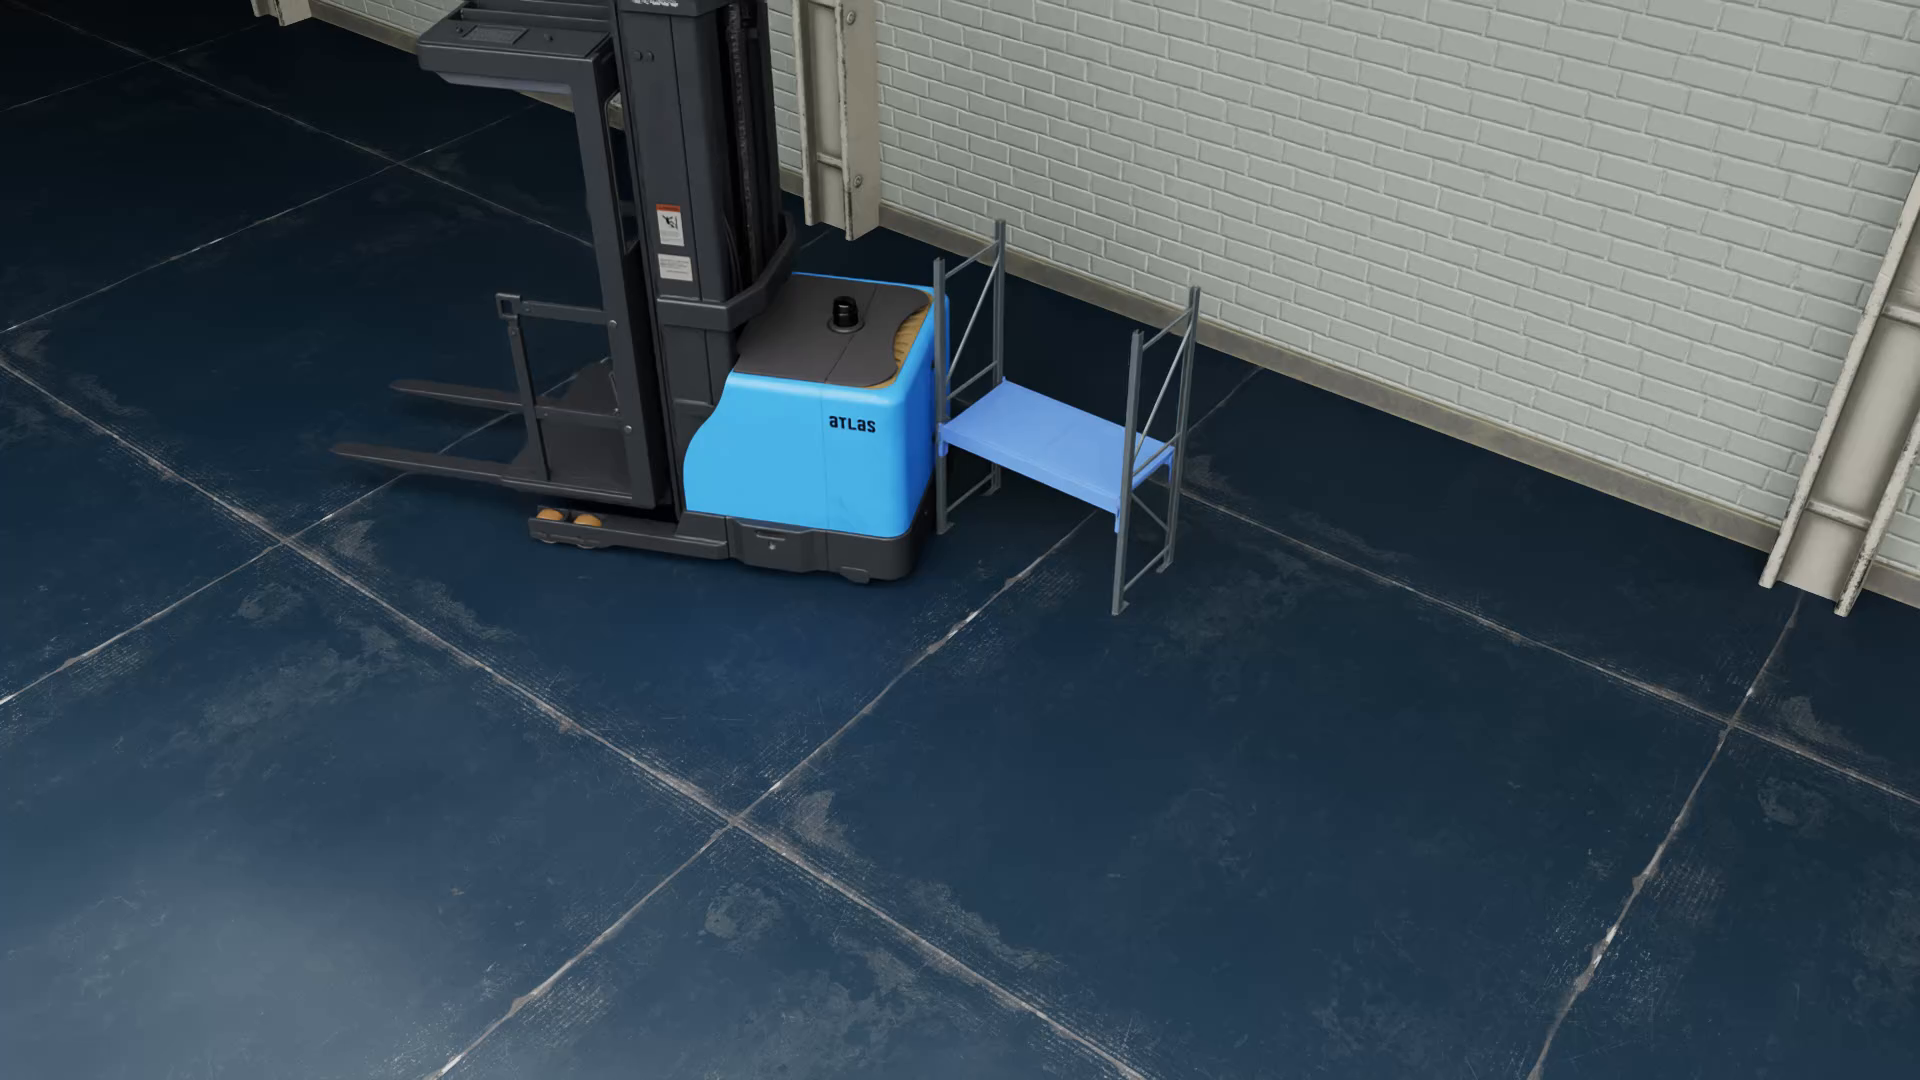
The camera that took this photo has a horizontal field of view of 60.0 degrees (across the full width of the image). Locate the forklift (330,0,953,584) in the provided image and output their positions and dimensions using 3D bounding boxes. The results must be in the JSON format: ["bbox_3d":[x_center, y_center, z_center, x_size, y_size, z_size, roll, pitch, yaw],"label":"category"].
[{"bbox_3d":[-1.608,-1.419,7.546,3.031,2.935,1.130,8,39,10],"label":"forklift"}]

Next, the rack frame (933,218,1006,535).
[{"bbox_3d":[0.046,-0.741,7.841,0.032,1.500,0.500,25,44,28],"label":"rack frame"}]

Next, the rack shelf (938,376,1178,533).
[{"bbox_3d":[0.453,-0.412,7.713,1.000,0.185,0.538,25,44,28],"label":"rack shelf"}]

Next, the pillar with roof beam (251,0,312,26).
[{"bbox_3d":[-8.131,-5.722,8.120,0.400,9.000,9.100,25,45,29],"label":"pillar with roof beam"}]

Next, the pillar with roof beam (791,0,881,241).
[{"bbox_3d":[-3.365,-3.475,5.250,0.400,9.000,9.100,25,45,29],"label":"pillar with roof beam"}]

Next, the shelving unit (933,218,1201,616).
[{"bbox_3d":[0.453,-0.554,7.602,1.048,1.500,0.538,25,44,28],"label":"shelving unit"}]

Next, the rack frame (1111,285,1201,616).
[{"bbox_3d":[0.860,-0.367,7.362,0.032,1.500,0.500,25,44,28],"label":"rack frame"}]

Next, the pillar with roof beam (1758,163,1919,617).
[{"bbox_3d":[1.401,-1.228,2.380,0.400,9.000,9.100,25,45,29],"label":"pillar with roof beam"}]
